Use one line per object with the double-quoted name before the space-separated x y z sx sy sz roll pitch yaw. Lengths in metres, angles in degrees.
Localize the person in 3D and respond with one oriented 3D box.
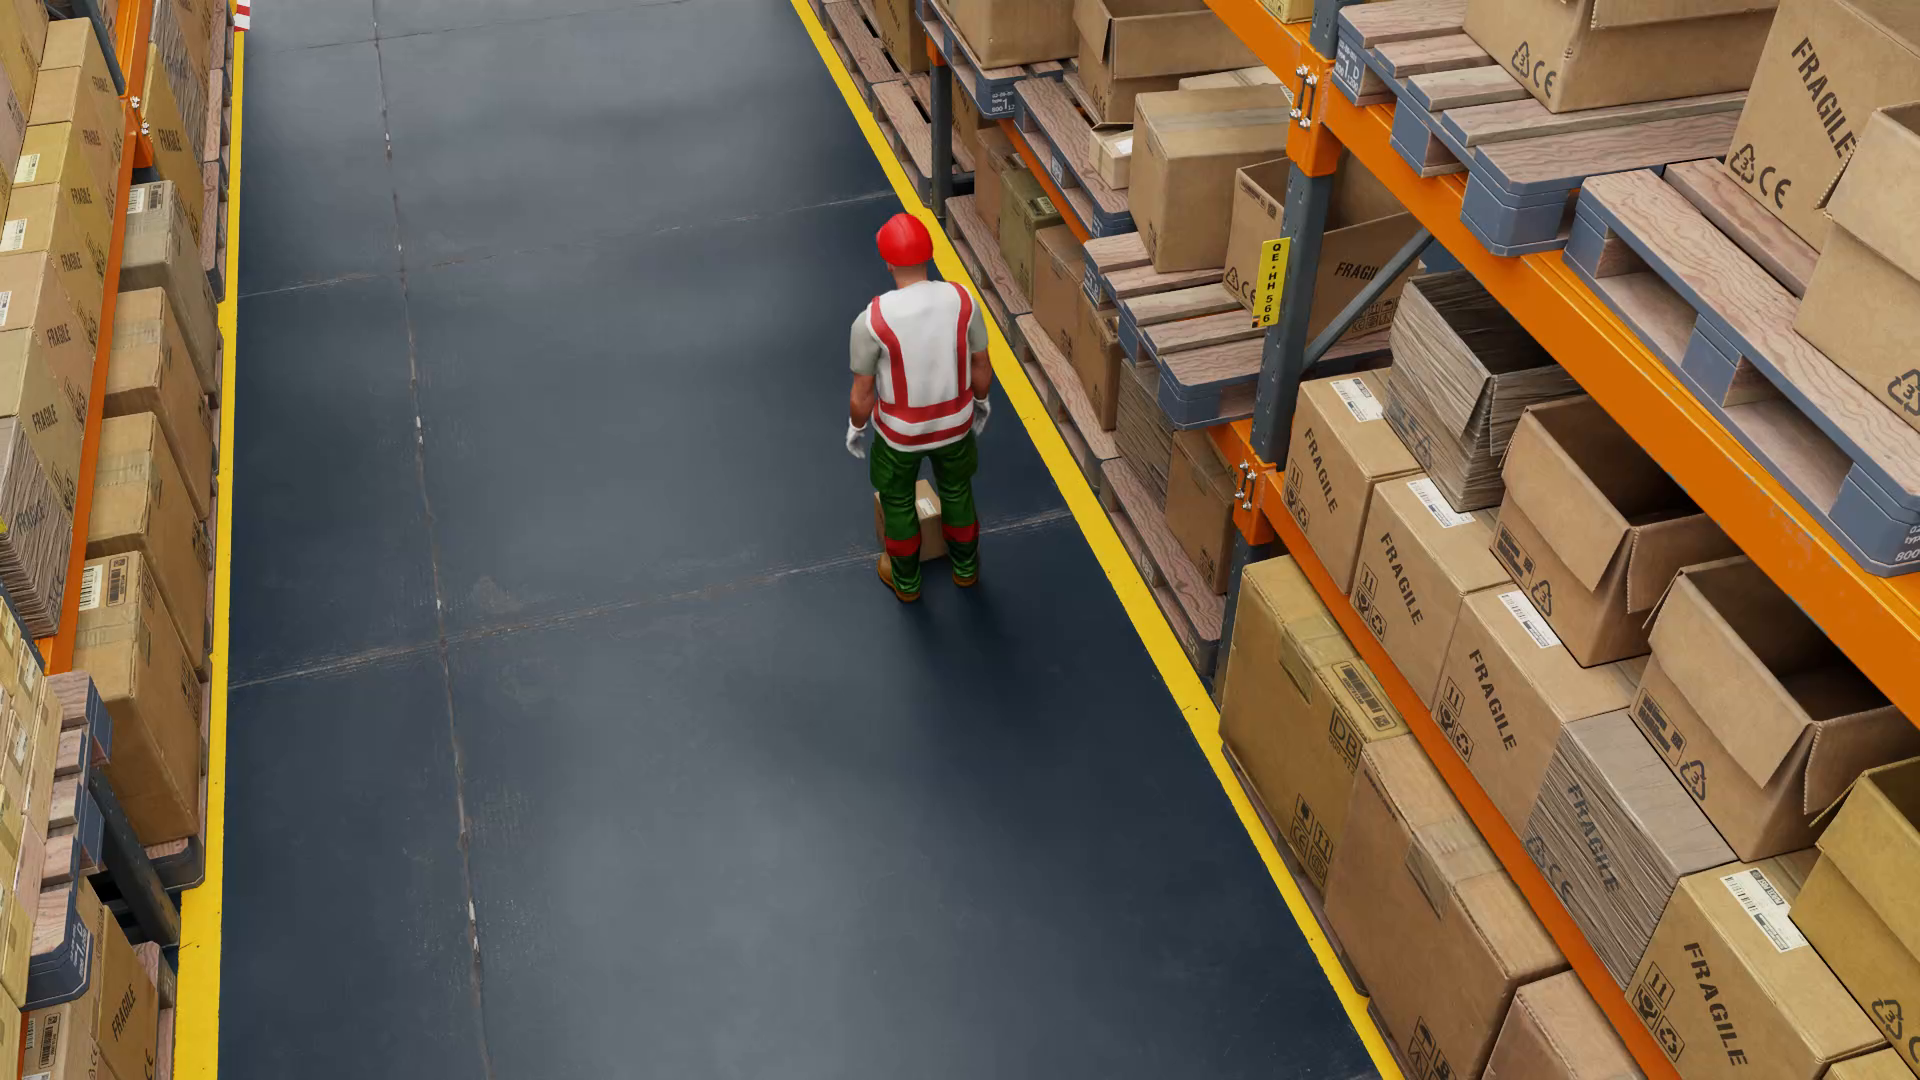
"person" -0.162 -0.495 6.701 0.619 1.779 0.455 -13 43 -14
